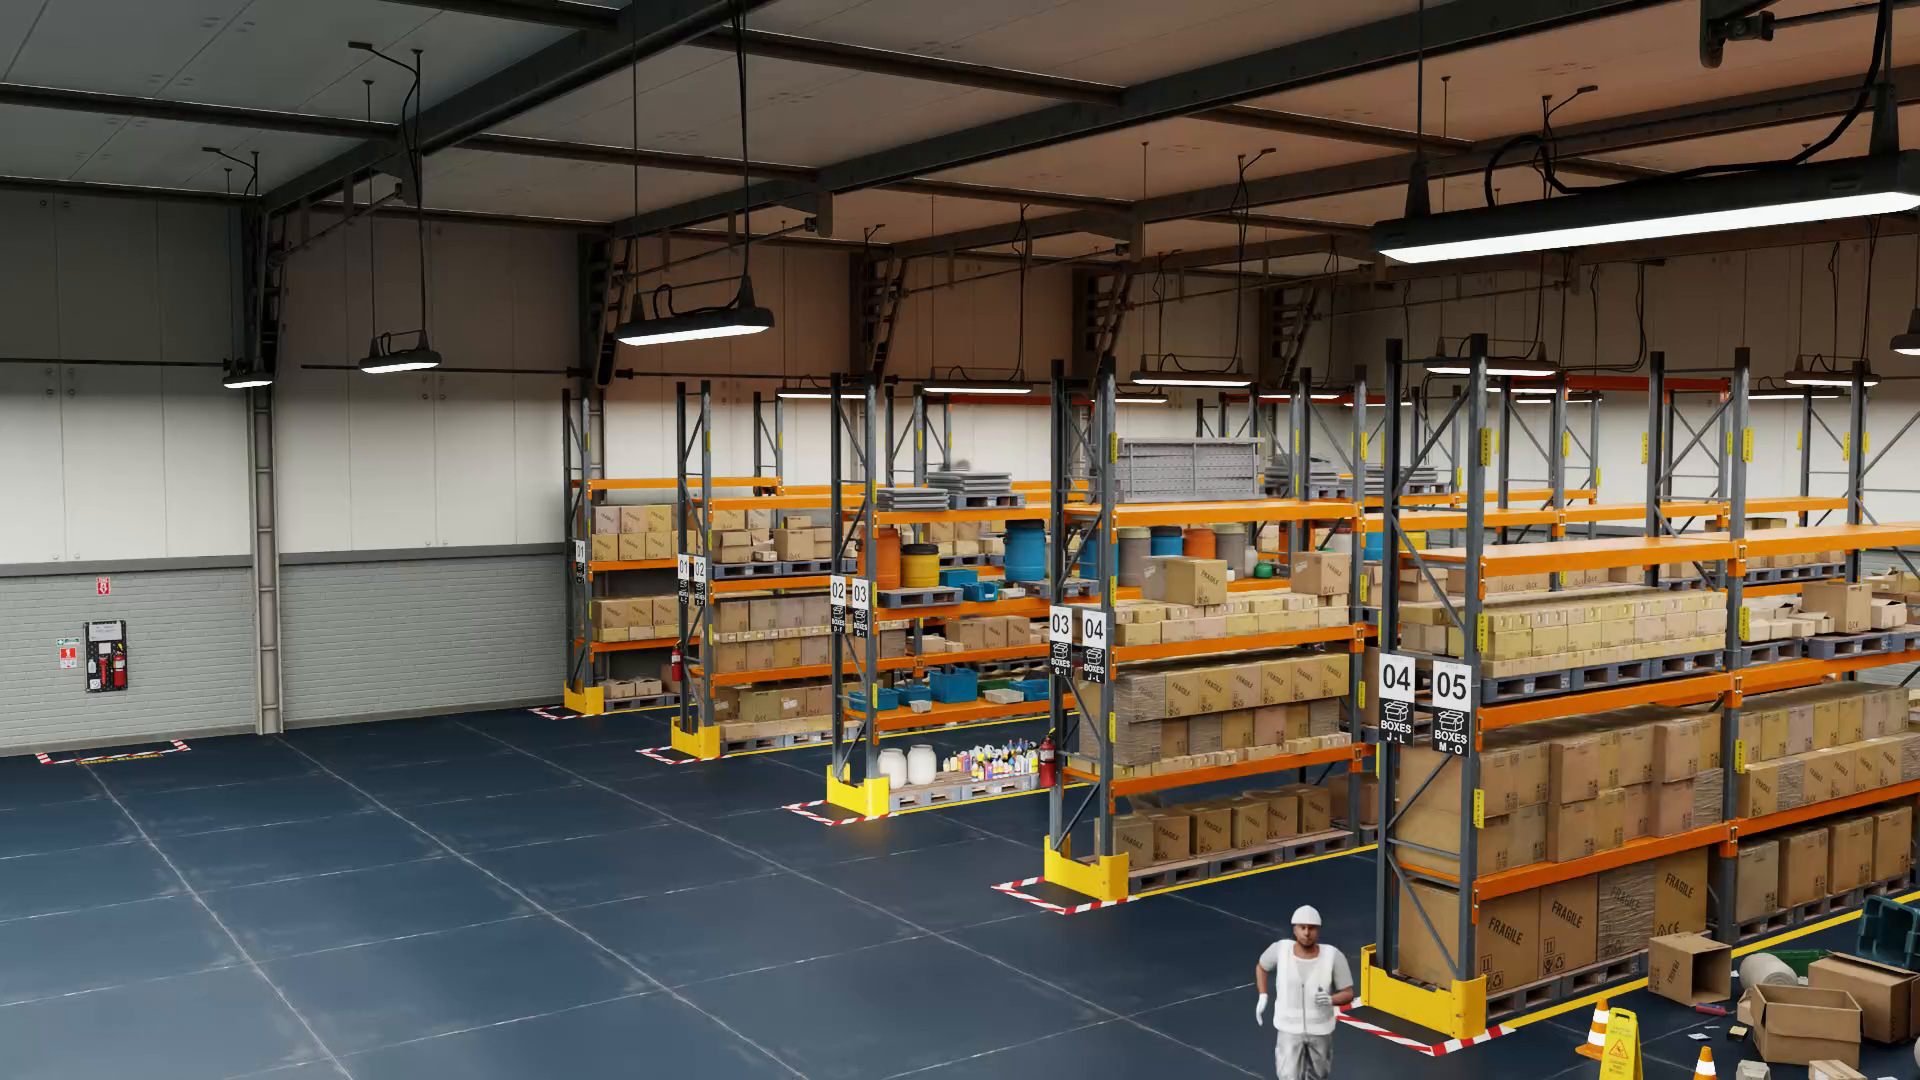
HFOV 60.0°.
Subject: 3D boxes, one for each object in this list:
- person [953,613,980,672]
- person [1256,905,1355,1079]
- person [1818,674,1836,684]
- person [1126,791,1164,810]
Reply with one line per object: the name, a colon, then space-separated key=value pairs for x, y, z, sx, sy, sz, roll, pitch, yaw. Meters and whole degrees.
person: x=0.112 y=1.990 z=32.007 sx=0.808 sy=1.803 sz=0.678 roll=-3 pitch=5 yaw=-42
person: x=2.446 y=3.489 z=11.802 sx=0.678 sy=1.804 sz=0.934 roll=1 pitch=4 yaw=8
person: x=12.479 y=2.734 z=23.971 sx=0.963 sy=1.787 sz=0.672 roll=-3 pitch=5 yaw=-41
person: x=2.341 y=2.935 z=21.799 sx=0.614 sy=1.692 sz=0.674 roll=-3 pitch=5 yaw=-43
